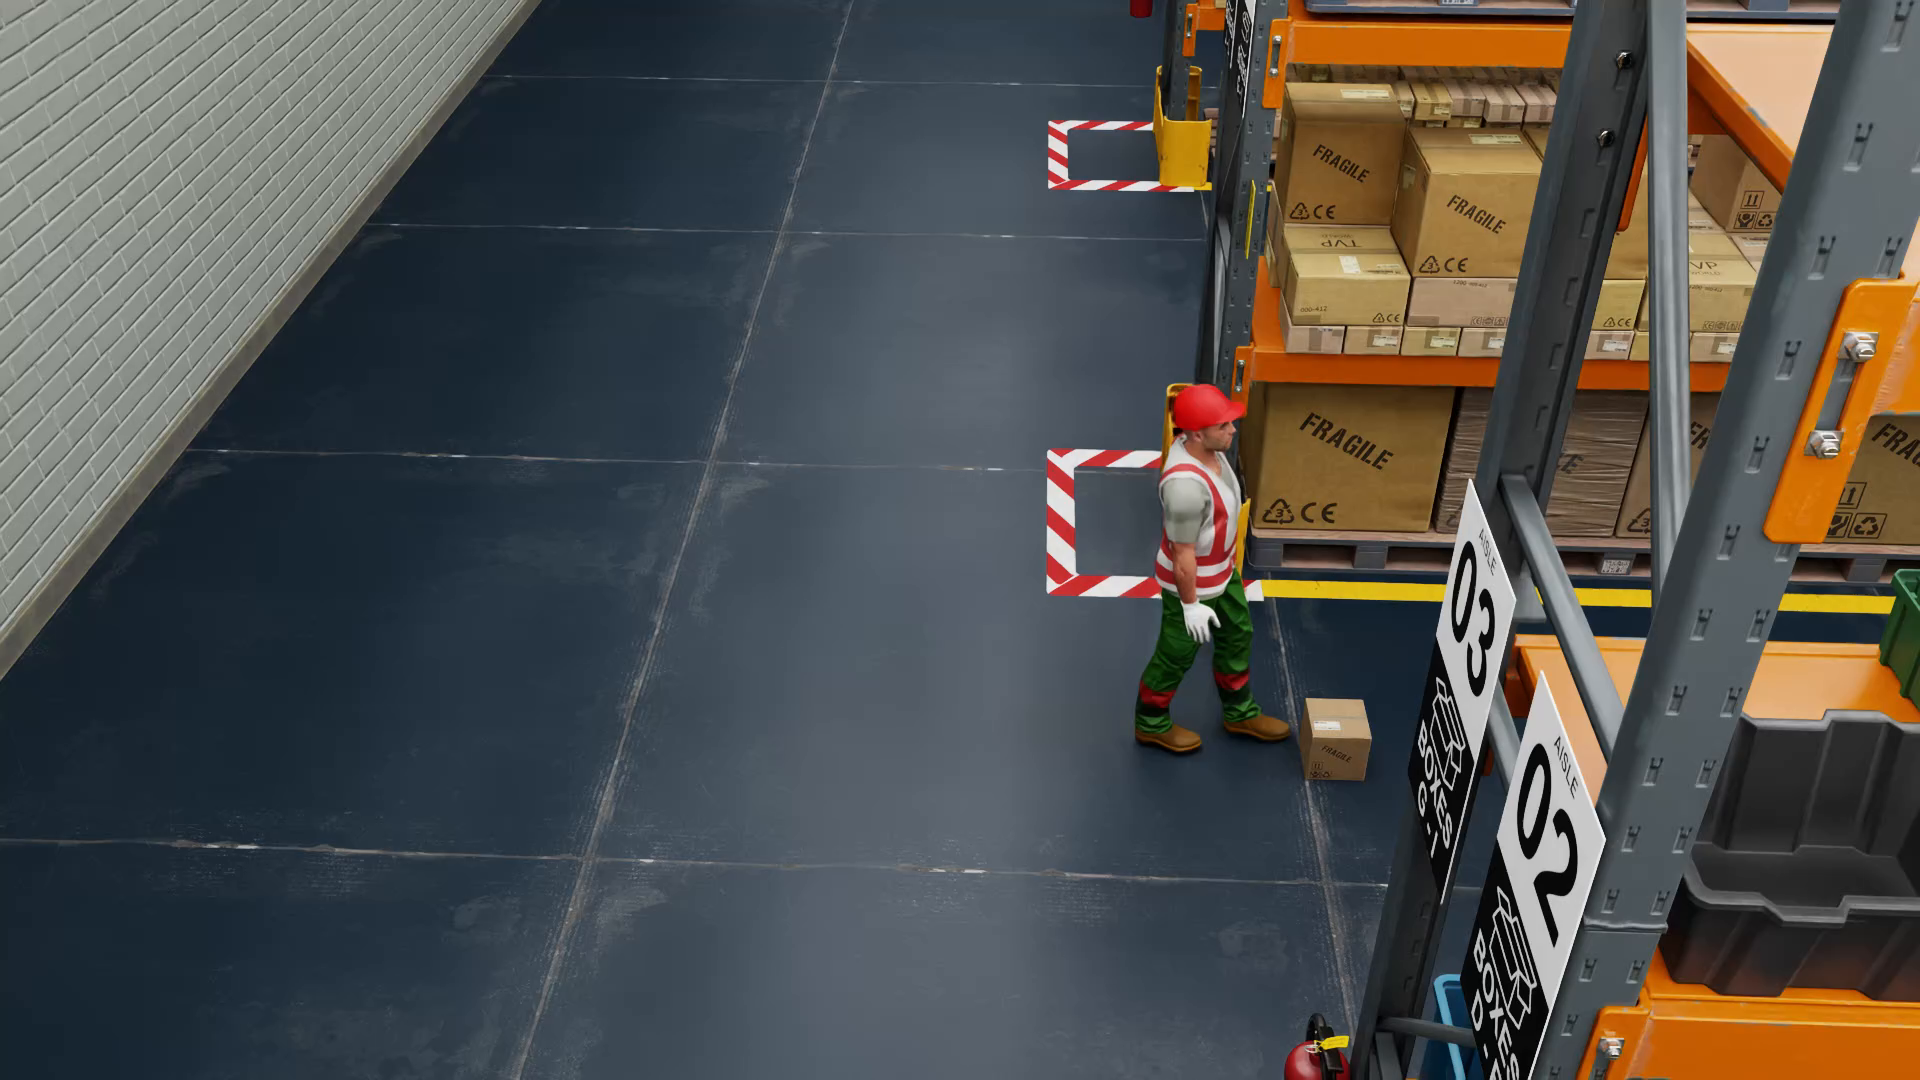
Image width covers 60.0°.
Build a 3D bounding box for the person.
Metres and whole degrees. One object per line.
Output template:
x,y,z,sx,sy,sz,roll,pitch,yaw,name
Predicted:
1.099,0.170,6.831,0.664,1.781,0.555,12,37,16,person
